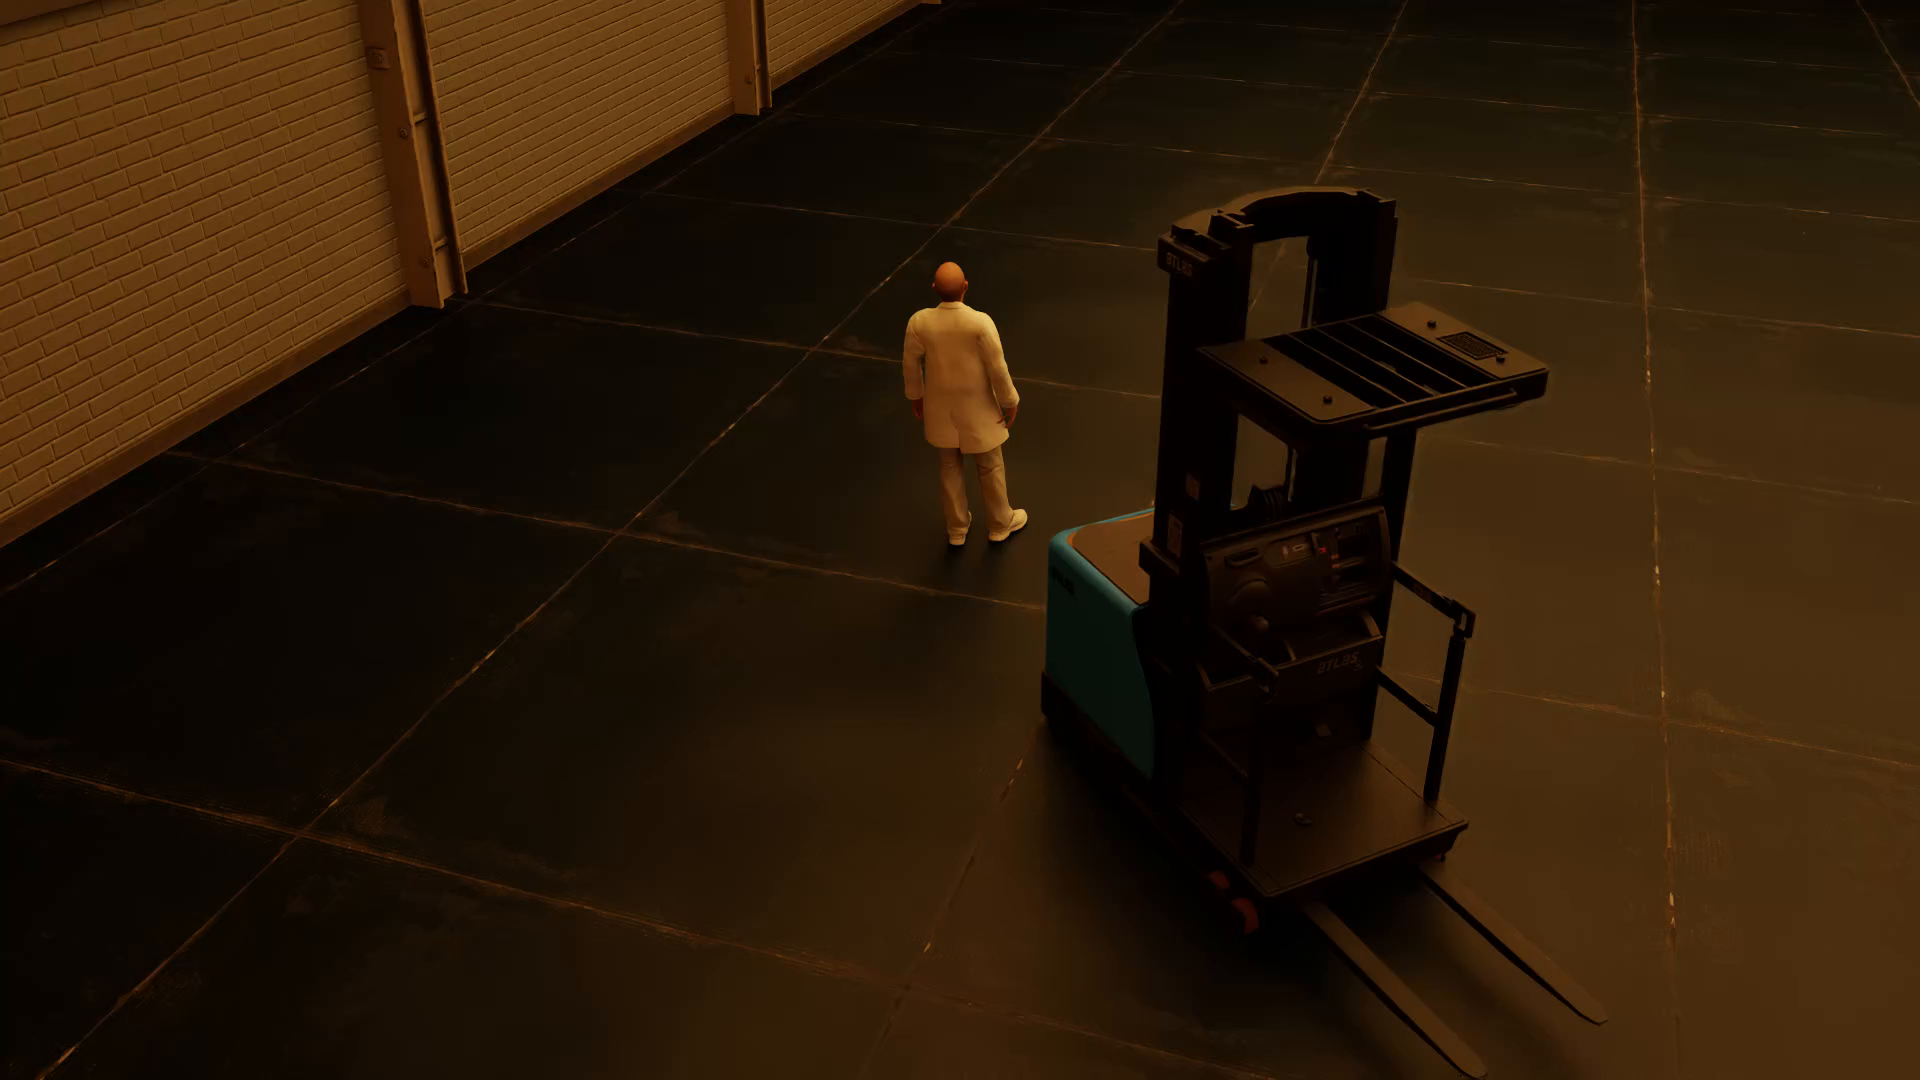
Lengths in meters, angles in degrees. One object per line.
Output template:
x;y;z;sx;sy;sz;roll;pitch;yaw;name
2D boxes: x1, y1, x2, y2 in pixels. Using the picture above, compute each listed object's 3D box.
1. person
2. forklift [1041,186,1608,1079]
0.033;-0.821;9.727;0.696;1.777;0.578;10;31;16;person
1.523;0.172;6.835;1.130;2.935;3.031;-14;33;-23;forklift
